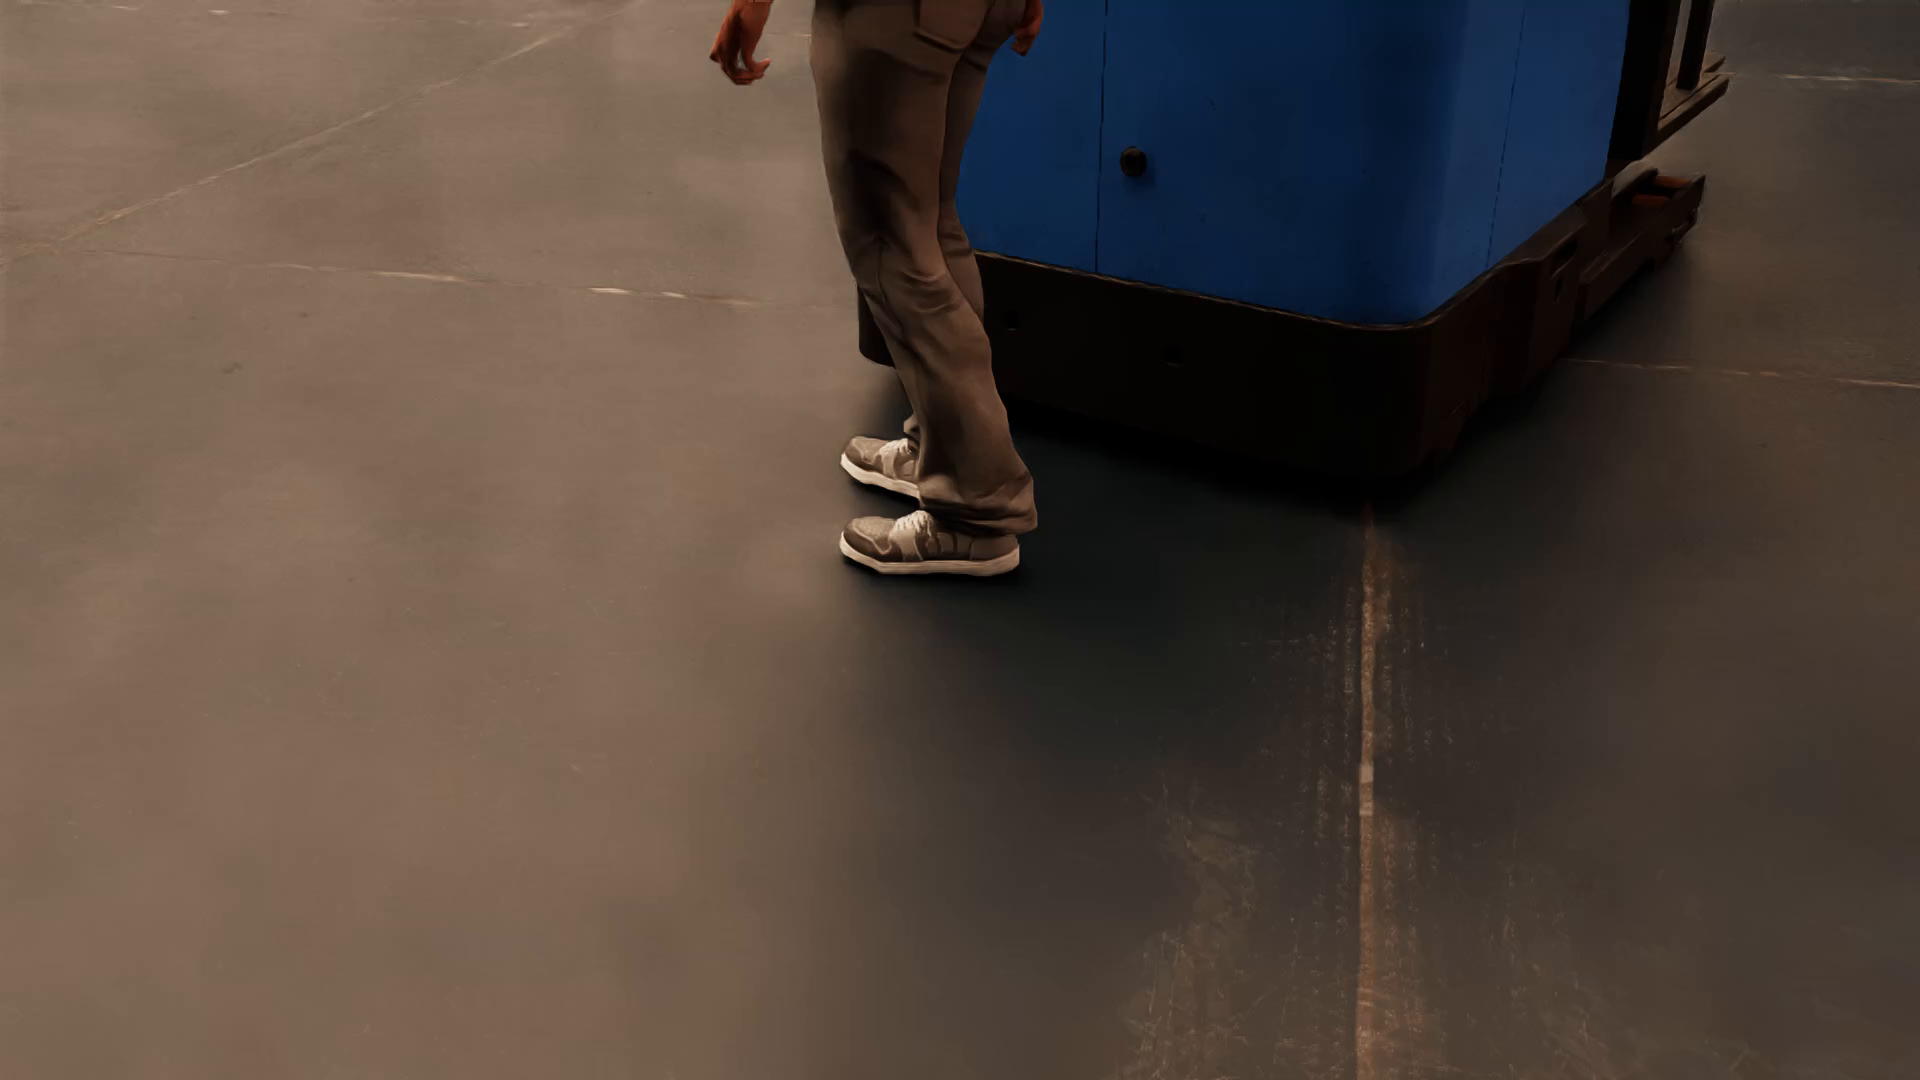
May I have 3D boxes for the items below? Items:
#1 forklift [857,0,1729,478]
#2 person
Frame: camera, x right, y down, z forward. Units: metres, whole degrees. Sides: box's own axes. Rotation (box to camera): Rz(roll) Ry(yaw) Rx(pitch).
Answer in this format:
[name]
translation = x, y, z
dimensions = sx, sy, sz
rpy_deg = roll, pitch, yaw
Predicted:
[forklift]
translation = 1.056, -2.016, 3.241
dimensions = 1.130, 2.935, 3.031
rpy_deg = 17, 31, 30
[person]
translation = -0.072, -0.707, 2.153
dimensions = 0.438, 1.582, 0.528
rpy_deg = 14, 30, 26
